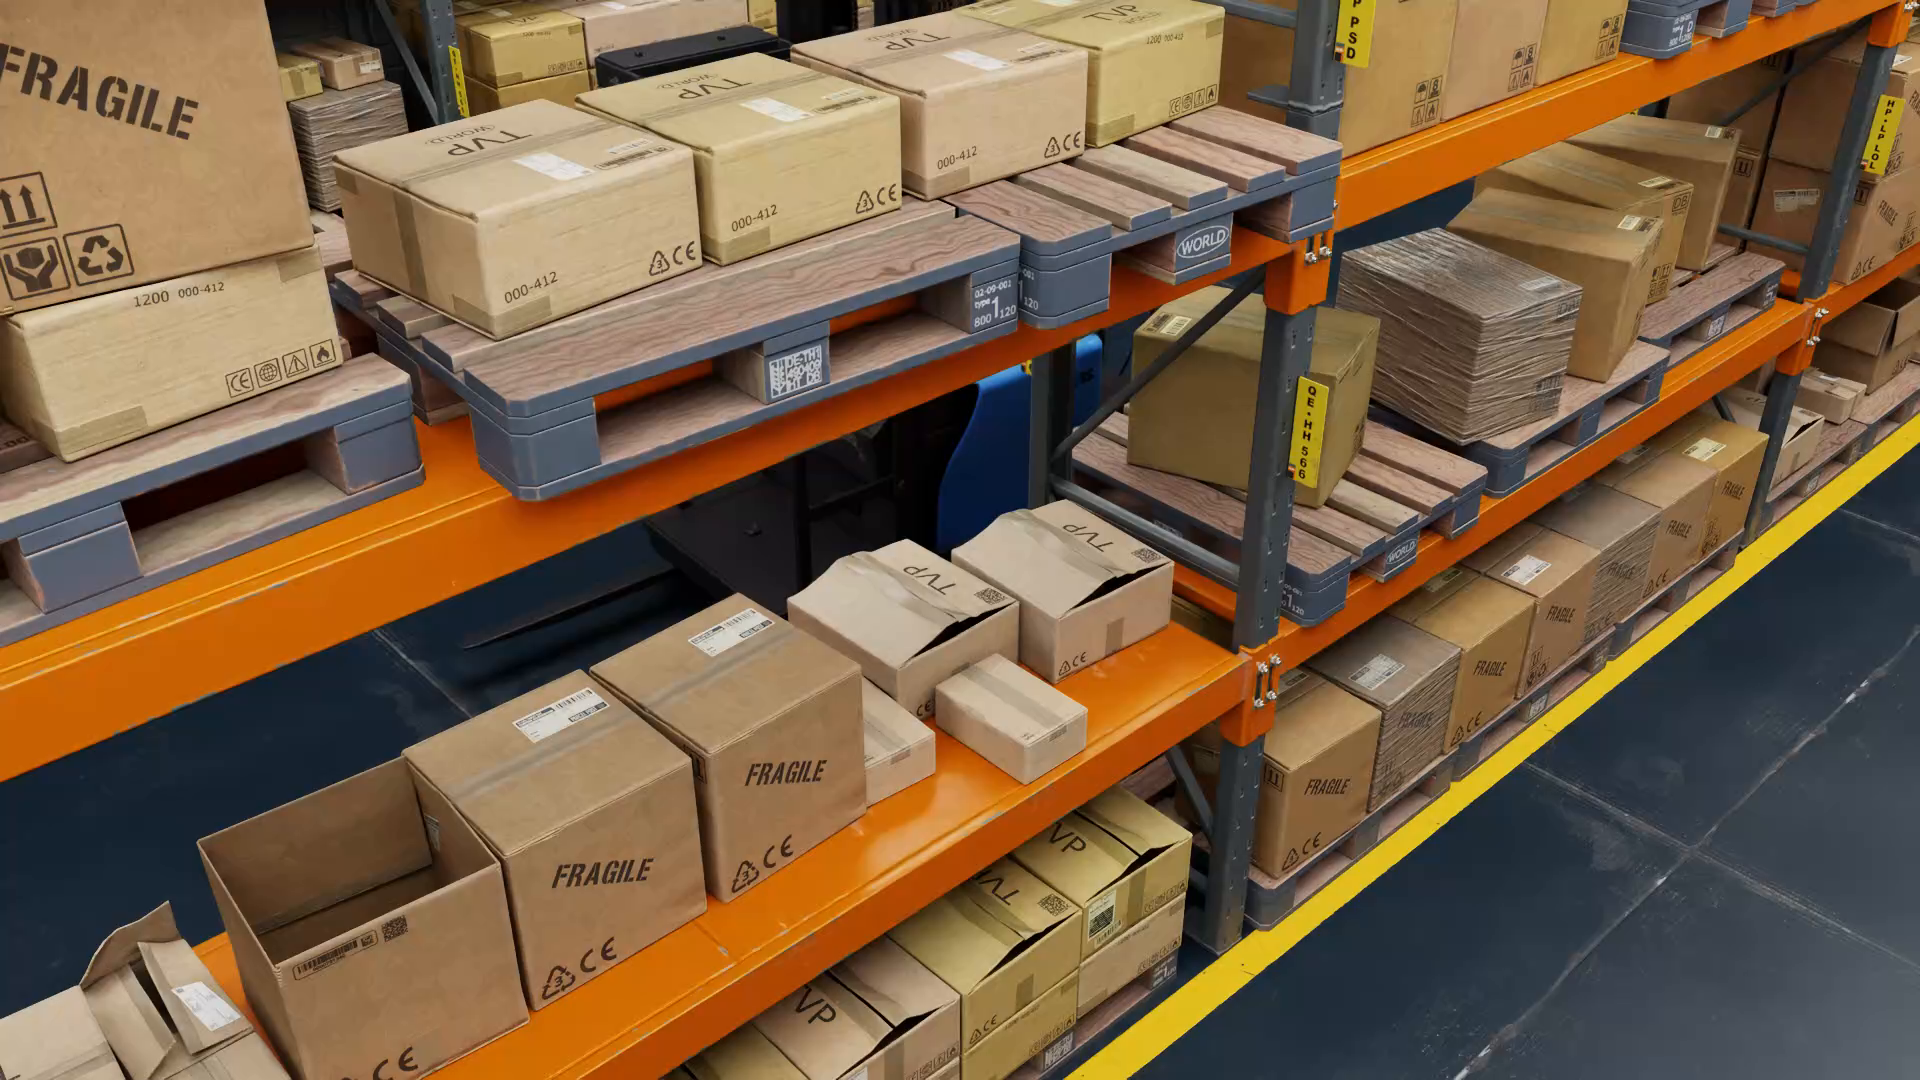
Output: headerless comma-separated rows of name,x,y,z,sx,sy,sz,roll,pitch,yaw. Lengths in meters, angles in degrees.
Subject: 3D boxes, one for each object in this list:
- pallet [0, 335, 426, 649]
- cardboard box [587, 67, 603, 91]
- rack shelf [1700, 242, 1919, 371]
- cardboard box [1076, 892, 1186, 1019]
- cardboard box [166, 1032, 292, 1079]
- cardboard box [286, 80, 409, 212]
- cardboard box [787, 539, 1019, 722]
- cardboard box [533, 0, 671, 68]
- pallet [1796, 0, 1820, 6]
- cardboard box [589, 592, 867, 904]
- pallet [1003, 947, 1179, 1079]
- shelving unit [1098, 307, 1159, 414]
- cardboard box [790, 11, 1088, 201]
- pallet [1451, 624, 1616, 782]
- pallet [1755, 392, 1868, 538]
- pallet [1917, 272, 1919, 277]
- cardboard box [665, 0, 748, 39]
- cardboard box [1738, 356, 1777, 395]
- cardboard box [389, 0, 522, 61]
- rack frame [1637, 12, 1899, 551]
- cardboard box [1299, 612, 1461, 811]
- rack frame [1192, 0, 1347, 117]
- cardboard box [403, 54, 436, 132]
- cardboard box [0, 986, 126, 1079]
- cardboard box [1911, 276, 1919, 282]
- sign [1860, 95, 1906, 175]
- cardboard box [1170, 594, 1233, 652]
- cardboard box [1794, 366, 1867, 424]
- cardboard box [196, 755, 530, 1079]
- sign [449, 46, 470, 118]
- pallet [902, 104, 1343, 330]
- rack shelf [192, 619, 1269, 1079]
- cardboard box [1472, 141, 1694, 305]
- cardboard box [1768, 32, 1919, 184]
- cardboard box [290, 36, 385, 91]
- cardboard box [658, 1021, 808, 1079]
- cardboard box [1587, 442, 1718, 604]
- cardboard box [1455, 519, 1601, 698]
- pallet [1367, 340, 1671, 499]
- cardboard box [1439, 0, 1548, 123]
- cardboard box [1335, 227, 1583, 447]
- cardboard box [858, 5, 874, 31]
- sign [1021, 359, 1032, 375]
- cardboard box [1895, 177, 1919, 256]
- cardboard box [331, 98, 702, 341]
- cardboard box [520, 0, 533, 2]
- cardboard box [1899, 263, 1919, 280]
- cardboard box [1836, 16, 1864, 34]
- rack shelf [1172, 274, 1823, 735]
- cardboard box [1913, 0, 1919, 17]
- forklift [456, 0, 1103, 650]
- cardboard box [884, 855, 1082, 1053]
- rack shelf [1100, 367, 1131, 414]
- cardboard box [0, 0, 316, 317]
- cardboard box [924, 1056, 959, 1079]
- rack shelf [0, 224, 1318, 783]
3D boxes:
pallet,-1.679,-0.120,2.879,0.805,0.209,1.217,27,41,37
cardboard box,-1.834,-2.351,8.820,0.500,0.500,0.500,-24,39,-34
rack shelf,5.016,-1.844,9.080,4.000,0.370,1.077,-26,40,-35
cardboard box,0.396,1.251,5.562,0.500,0.250,0.500,-25,39,-34
cardboard box,-1.528,1.267,3.544,0.250,0.149,0.380,-26,40,-35
cardboard box,-3.092,-1.976,8.089,0.700,0.500,0.500,24,39,34
cardboard box,-0.171,0.258,5.038,0.500,0.311,0.500,-26,40,-36
cardboard box,-1.853,-2.668,8.619,0.500,0.250,0.500,-26,40,-36
pallet,3.024,-2.437,6.665,1.003,0.211,1.213,-26,40,-35
cardboard box,-0.603,0.536,4.403,0.500,0.500,0.500,27,40,36
pallet,-0.014,1.444,5.687,1.213,0.211,1.003,-26,40,-35
shelving unit,0.660,-1.179,8.166,0.503,2.100,0.431,-23,38,-33
cardboard box,-0.050,-1.043,3.945,0.500,0.250,0.500,-25,39,-34
pallet,2.084,0.486,7.253,1.213,0.211,1.003,-26,40,-35
pallet,4.054,-0.495,8.858,1.213,0.211,1.003,-26,40,-35
pallet,5.843,-1.361,10.273,1.213,0.211,1.003,-26,40,-35
cardboard box,-1.489,-2.847,8.911,0.500,0.250,0.500,-26,40,-35
cardboard box,4.324,-1.059,9.262,0.500,0.311,0.500,-26,40,-35
cardboard box,-2.598,-2.675,8.630,0.500,0.250,0.500,-25,39,-34
rack frame,3.550,-1.442,7.732,0.127,3.000,1.000,-26,40,-35
cardboard box,1.525,0.616,6.342,0.500,0.500,0.500,-27,41,-37
rack frame,0.616,-2.582,3.847,0.127,3.000,1.000,-26,40,-35
cardboard box,-2.587,-2.363,8.839,0.500,0.500,0.500,-26,40,-35
cardboard box,-1.985,1.269,3.444,0.500,0.250,0.500,-23,38,-33
cardboard box,5.893,-1.443,10.029,0.250,0.166,0.380,-26,40,-35
sign,3.930,-1.725,7.085,0.005,0.325,0.100,-26,40,-35
cardboard box,1.143,0.434,6.639,0.500,0.500,0.500,-24,39,-34
cardboard box,4.632,-0.797,8.973,0.250,0.166,0.380,-26,40,-35
cardboard box,-1.356,0.900,3.807,0.500,0.500,0.500,-23,38,-32
sign,-2.379,-2.173,7.894,0.005,0.325,0.100,-26,40,-35
pallet,0.180,-0.947,4.229,1.003,0.211,1.213,-24,39,-33
rack shelf,-0.850,0.993,4.440,4.000,0.370,1.077,-26,40,-35
cardboard box,2.589,-1.313,7.023,0.500,0.500,0.700,-19,36,-28
cardboard box,4.086,-1.970,7.543,0.500,0.500,0.500,-25,39,-34
cardboard box,-2.987,-2.290,7.980,0.380,0.149,0.250,23,38,33
cardboard box,-0.718,1.553,4.530,0.500,0.311,0.500,-25,39,-34
cardboard box,3.014,-0.106,7.523,0.500,0.500,0.500,-26,40,-35
cardboard box,2.275,0.253,6.936,0.500,0.500,0.500,-27,41,-37
pallet,2.039,-0.633,6.593,1.213,0.211,1.003,-26,40,-35
cardboard box,1.287,-1.694,5.174,0.500,0.500,0.910,-26,40,-35
cardboard box,1.802,-0.763,6.123,0.500,0.500,0.700,-18,36,-27
cardboard box,-0.730,-2.894,9.707,0.500,0.500,0.500,-26,40,-35
sign,0.241,-0.687,5.465,0.005,0.325,0.100,-26,40,-35
cardboard box,4.482,-1.744,8.131,0.500,0.500,0.500,-25,39,-35
cardboard box,-0.873,-0.654,3.310,0.500,0.250,0.500,25,40,35
cardboard box,-2.216,-2.857,8.928,0.500,0.250,0.500,-27,41,-37
cardboard box,5.524,-1.613,10.227,0.500,0.250,0.500,-26,40,-35
cardboard box,4.118,-2.372,8.200,0.500,0.500,0.500,-27,40,-36
rack shelf,2.083,-0.425,6.760,4.000,0.370,1.077,-26,40,-35
cardboard box,4.842,-2.336,8.140,0.500,0.500,0.500,-27,41,-37
forklift,-0.775,-0.987,7.054,3.031,2.935,1.130,-23,38,-33
cardboard box,0.023,1.199,5.110,0.500,0.311,0.500,-27,40,-36
rack shelf,0.660,-0.570,8.538,0.480,0.518,0.431,-23,38,-33
cardboard box,-1.436,-0.733,2.721,0.500,0.500,0.500,-22,38,-31
cardboard box,-0.350,1.612,4.971,0.500,0.250,0.500,-25,39,-34
rack shelf,-0.850,-0.286,3.657,4.000,0.370,1.077,-26,40,-35
